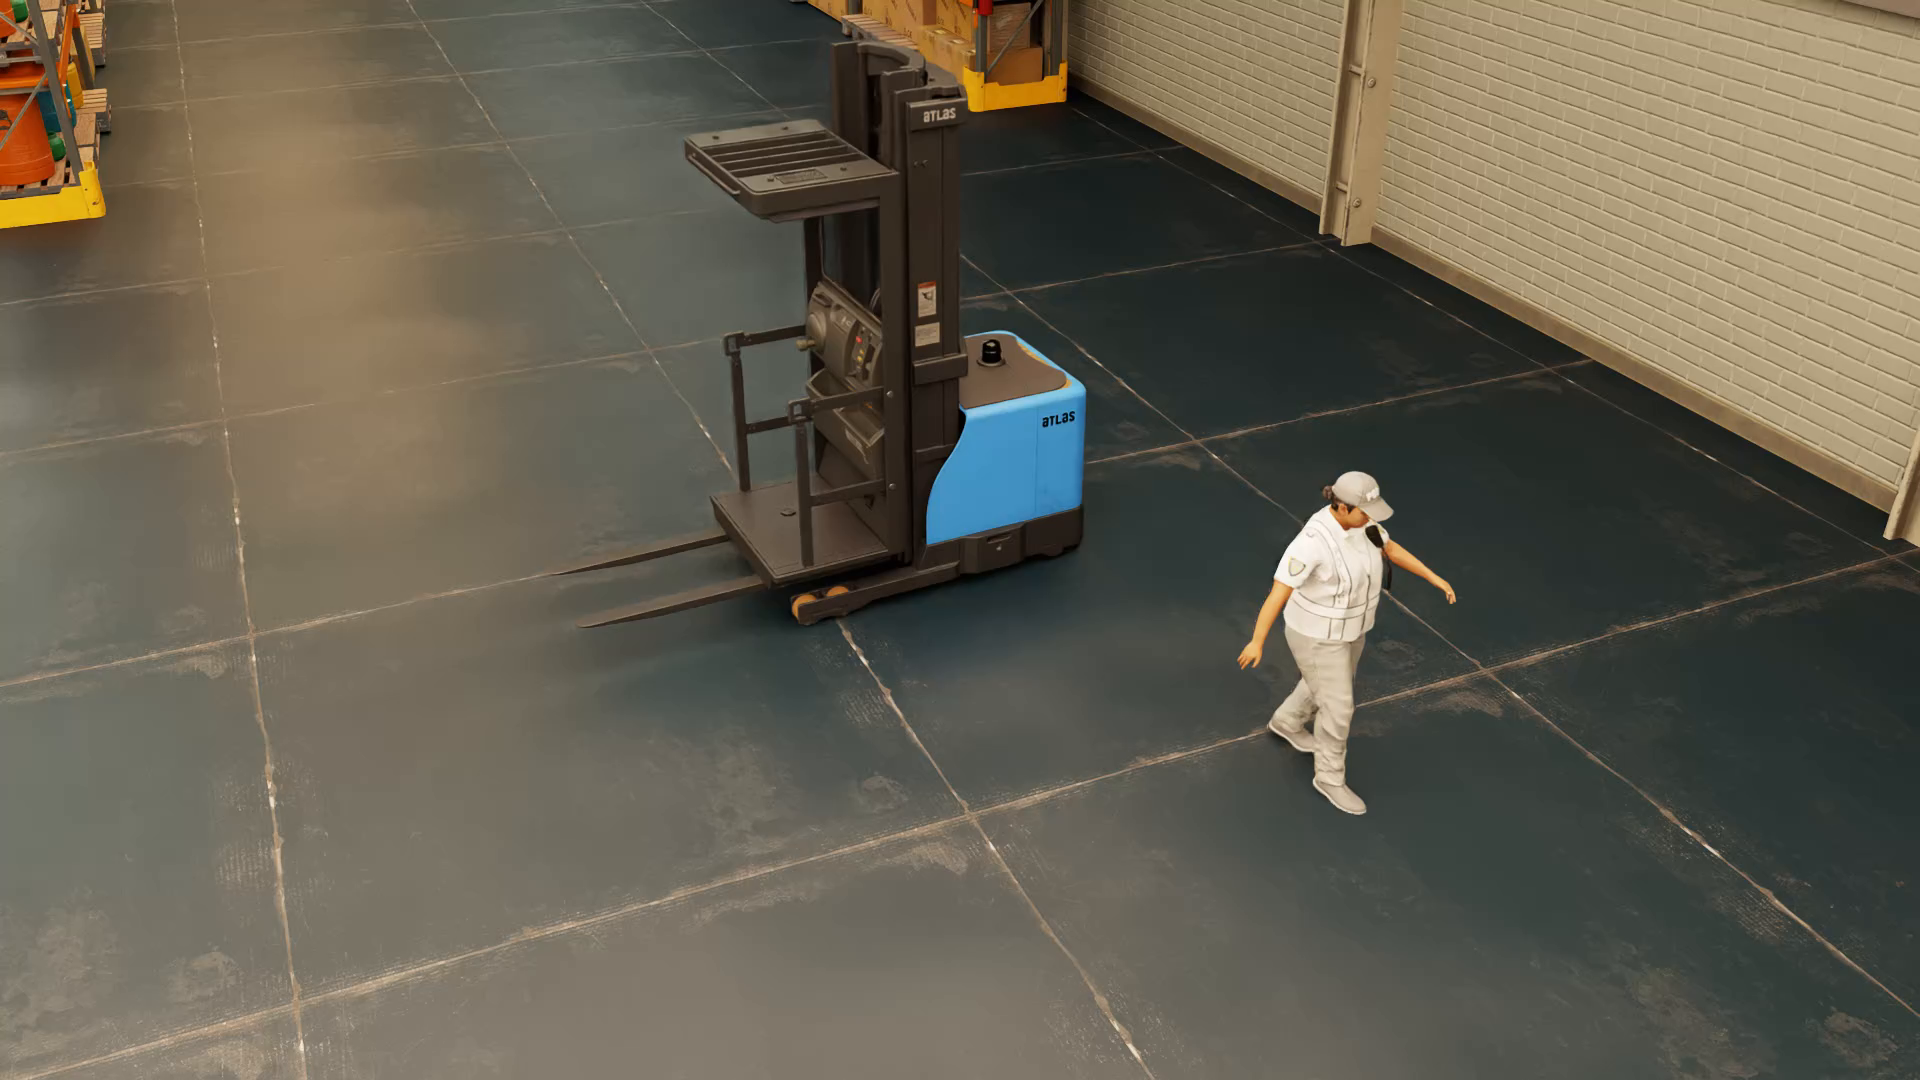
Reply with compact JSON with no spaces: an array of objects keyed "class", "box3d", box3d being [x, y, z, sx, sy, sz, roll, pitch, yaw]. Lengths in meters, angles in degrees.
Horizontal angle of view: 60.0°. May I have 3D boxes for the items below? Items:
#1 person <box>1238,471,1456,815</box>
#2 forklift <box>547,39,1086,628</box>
[{"class":"person","box3d":[1.734,0.434,7.687,0.894,1.643,0.722,-26,39,-38]},{"class":"forklift","box3d":[-0.817,-1.100,9.044,3.031,2.935,1.130,-14,33,-23]}]
